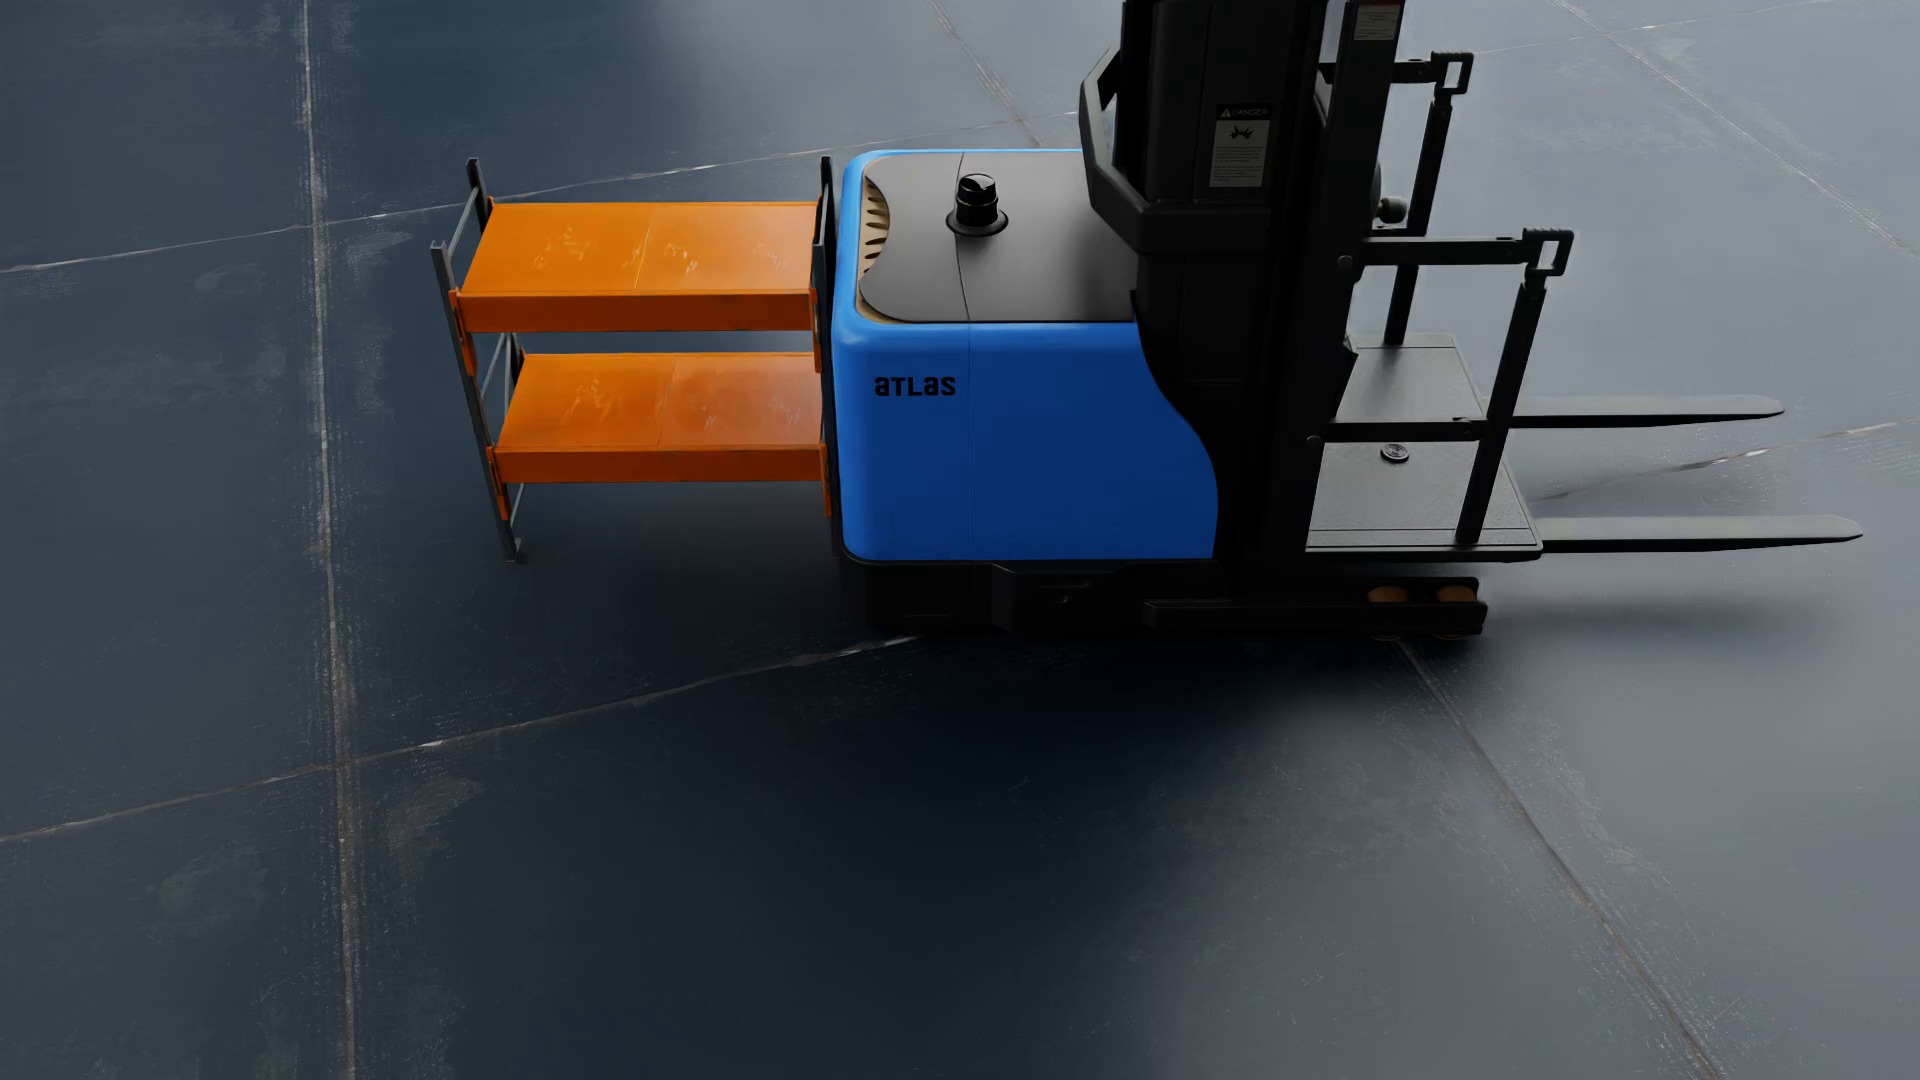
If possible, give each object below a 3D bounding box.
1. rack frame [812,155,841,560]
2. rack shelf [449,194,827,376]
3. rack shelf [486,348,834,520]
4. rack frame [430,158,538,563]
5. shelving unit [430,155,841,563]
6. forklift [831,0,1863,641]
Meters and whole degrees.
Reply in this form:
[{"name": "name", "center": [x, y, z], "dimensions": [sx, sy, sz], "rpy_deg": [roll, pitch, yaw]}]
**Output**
[{"name": "rack frame", "center": [-0.384, -0.526, 4.997], "dimensions": [0.032, 1.125, 0.500], "rpy_deg": [-1, 41, -1]}, {"name": "rack shelf", "center": [-0.893, -0.742, 4.799], "dimensions": [1.000, 0.278, 0.538], "rpy_deg": [-1, 41, -1]}, {"name": "rack shelf", "center": [-0.893, -0.337, 5.153], "dimensions": [1.000, 0.278, 0.538], "rpy_deg": [-1, 41, -1]}, {"name": "rack frame", "center": [-1.401, -0.517, 4.987], "dimensions": [0.032, 1.125, 0.500], "rpy_deg": [-1, 41, -1]}, {"name": "shelving unit", "center": [-0.893, -0.521, 4.992], "dimensions": [1.048, 1.125, 0.538], "rpy_deg": [-1, 41, -1]}, {"name": "forklift", "center": [1.162, -1.157, 4.347], "dimensions": [3.031, 2.935, 1.130], "rpy_deg": [-1, 41, -1]}]
